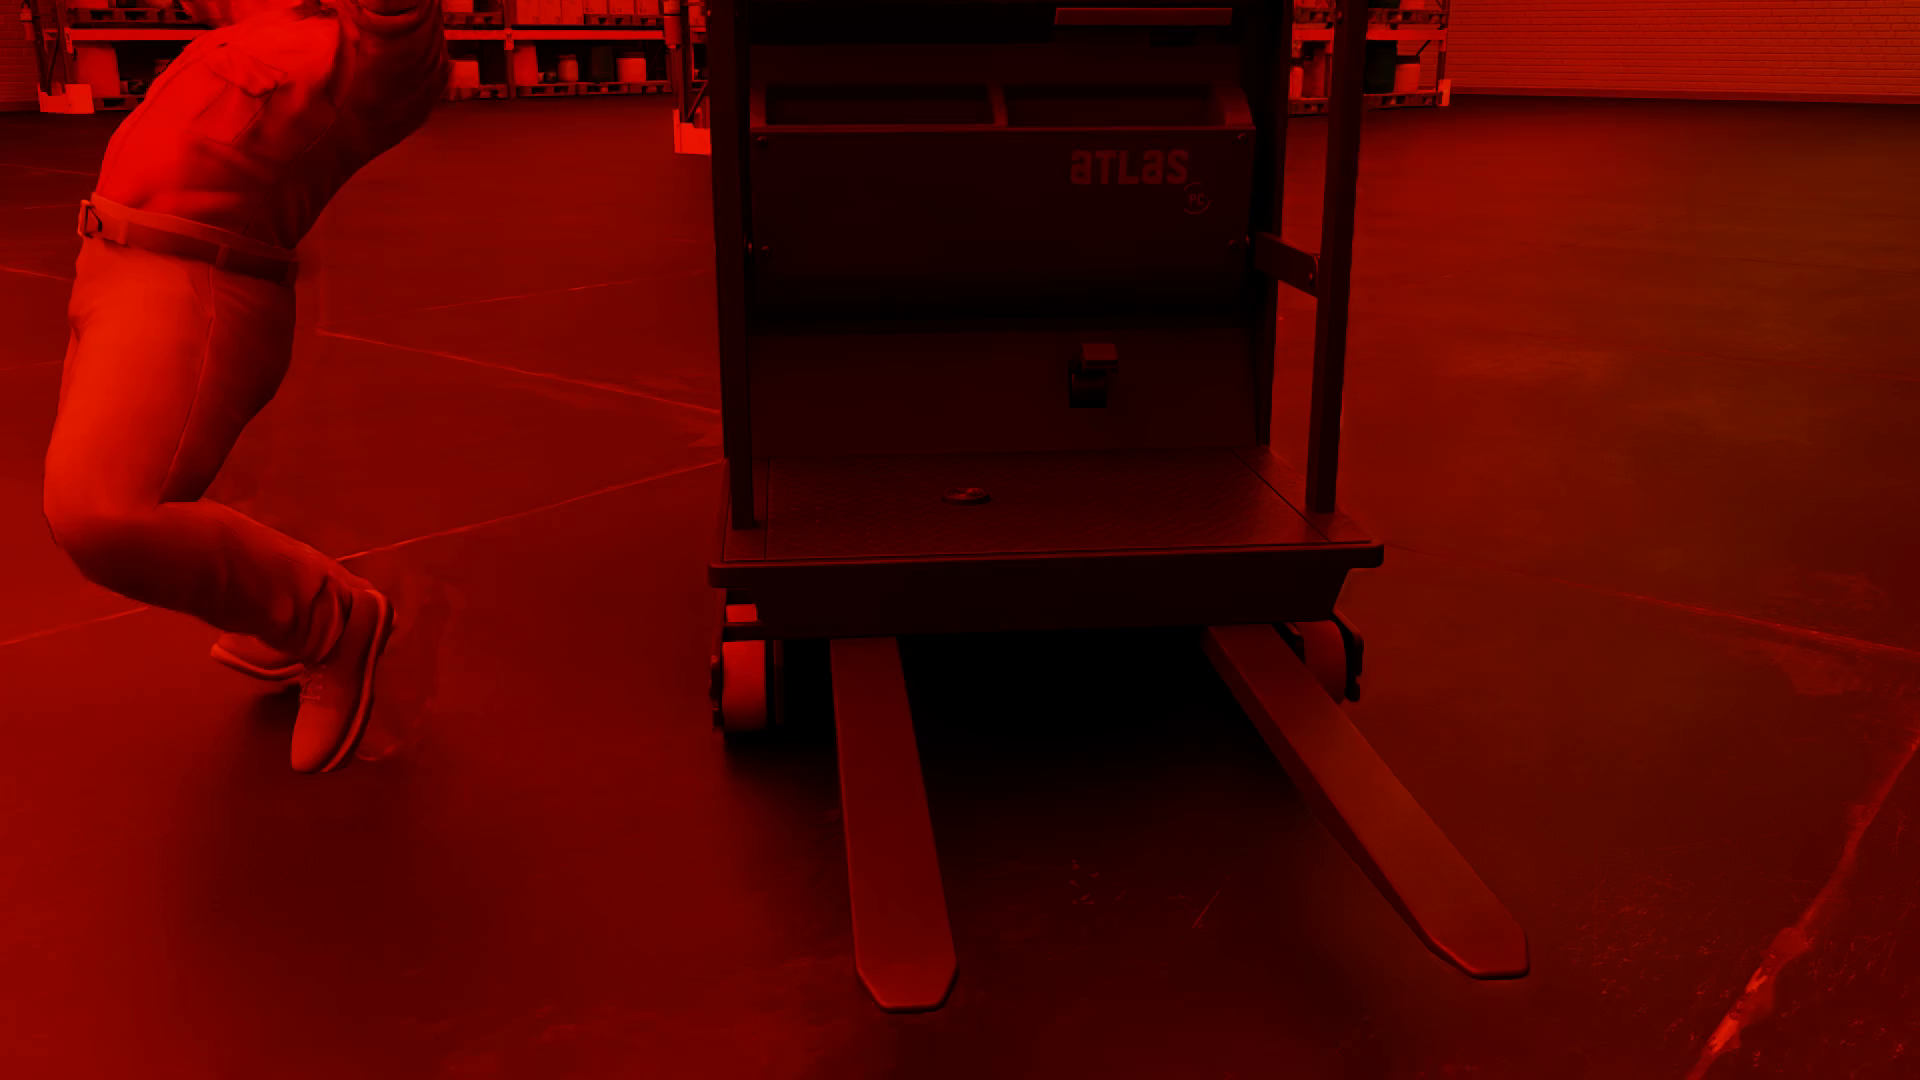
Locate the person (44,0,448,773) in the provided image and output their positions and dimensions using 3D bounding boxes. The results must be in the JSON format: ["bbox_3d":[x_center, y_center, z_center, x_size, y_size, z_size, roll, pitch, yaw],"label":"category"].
[{"bbox_3d":[-1.116,-0.440,2.651,0.761,1.645,0.961,-12,21,-34],"label":"person"}]

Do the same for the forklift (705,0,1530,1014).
[{"bbox_3d":[0.102,-1.172,2.757,1.130,2.935,3.031,-2,17,-6],"label":"forklift"}]
